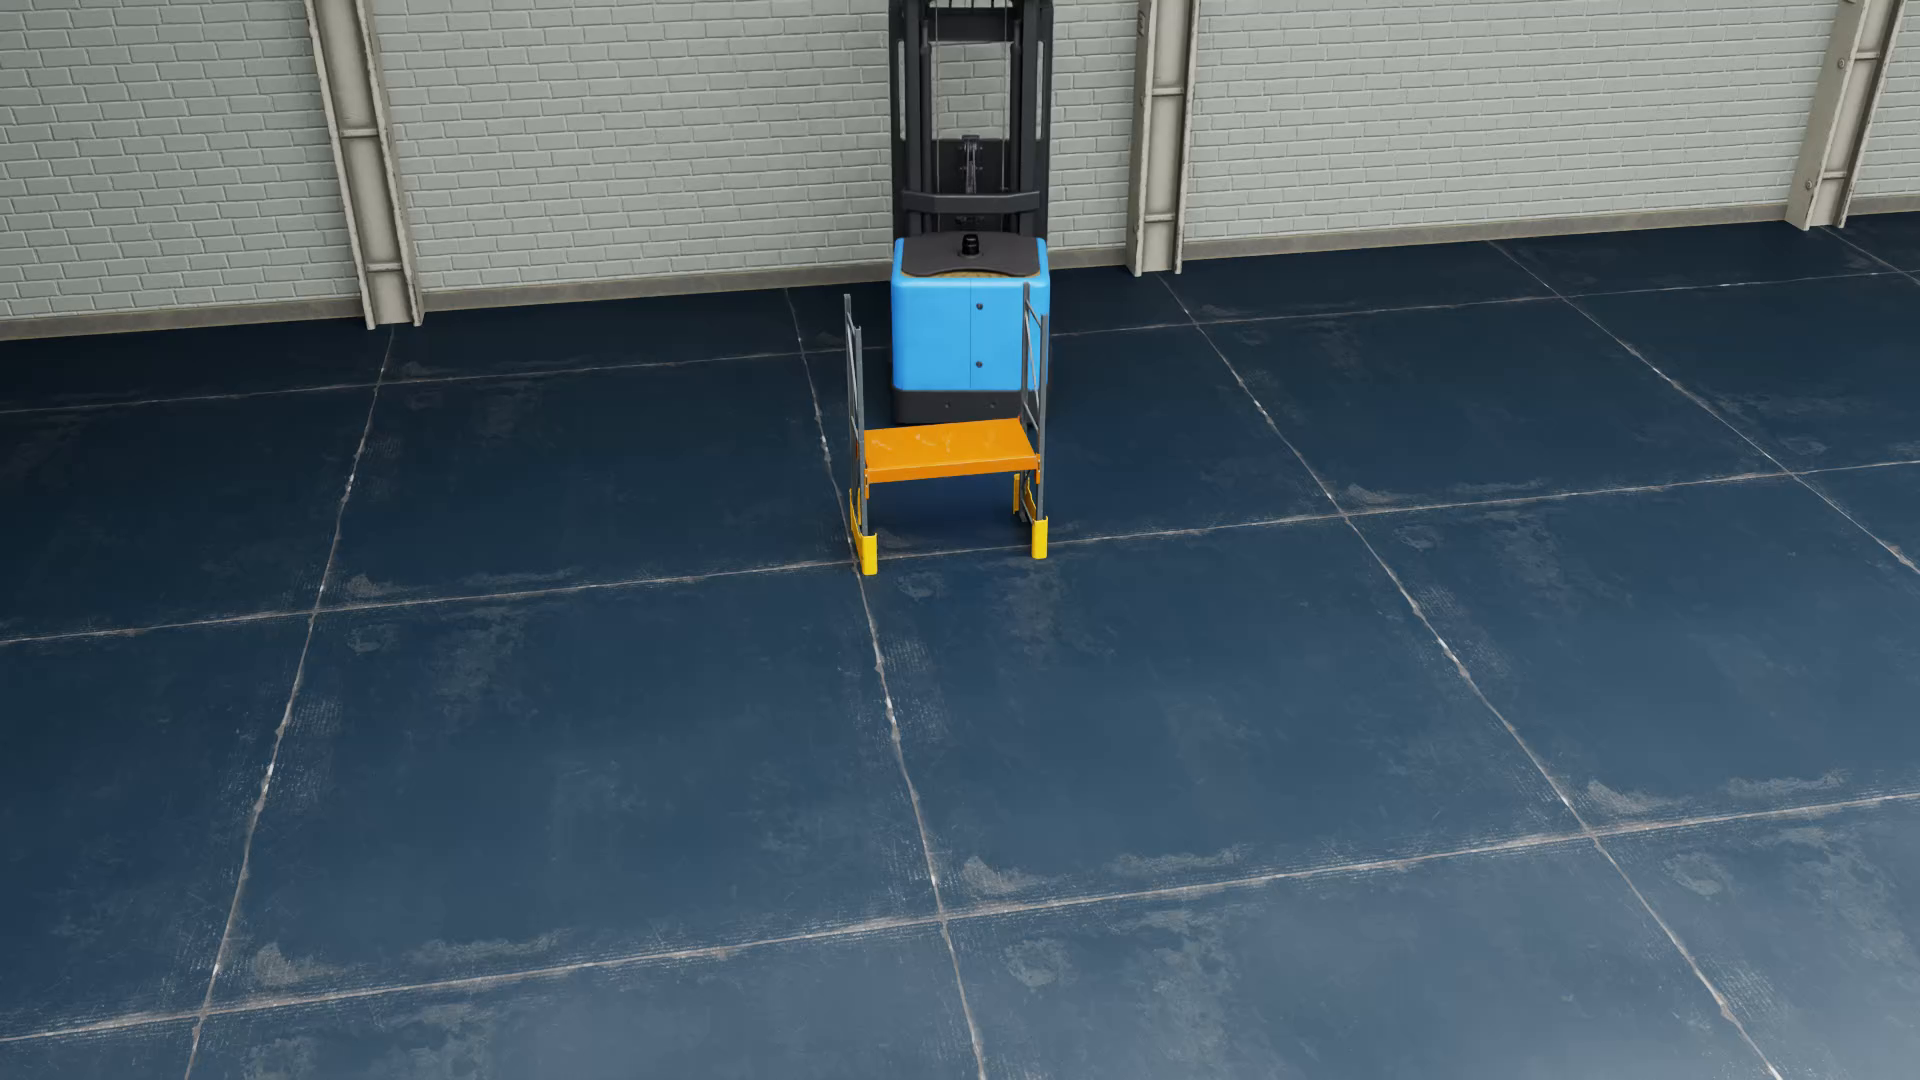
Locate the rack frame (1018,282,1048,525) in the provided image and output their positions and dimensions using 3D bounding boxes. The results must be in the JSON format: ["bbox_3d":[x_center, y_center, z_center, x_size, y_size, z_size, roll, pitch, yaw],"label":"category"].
[{"bbox_3d":[0.416,-0.685,9.550,0.032,1.500,0.500,-5,31,-9],"label":"rack frame"}]

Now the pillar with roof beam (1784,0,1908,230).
[{"bbox_3d":[8.263,-4.516,8.666,0.400,9.000,9.100,-5,31,-9],"label":"pillar with roof beam"}]

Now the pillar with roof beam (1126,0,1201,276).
[{"bbox_3d":[2.361,-3.968,7.734,0.400,9.000,9.100,-5,31,-9],"label":"pillar with roof beam"}]

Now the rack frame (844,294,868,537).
[{"bbox_3d":[-0.584,-0.592,9.392,0.032,1.500,0.500,-5,31,-9],"label":"rack frame"}]

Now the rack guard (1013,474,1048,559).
[{"bbox_3d":[0.415,-0.146,9.867,0.087,0.250,0.587,-5,31,-9],"label":"rack guard"}]

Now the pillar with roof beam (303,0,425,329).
[{"bbox_3d":[-3.541,-3.420,6.803,0.400,9.000,9.100,-5,31,-9],"label":"pillar with roof beam"}]

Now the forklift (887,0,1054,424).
[{"bbox_3d":[0.072,-2.740,11.633,1.130,2.935,3.031,0,30,0],"label":"forklift"}]

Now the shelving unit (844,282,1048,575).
[{"bbox_3d":[-0.075,-0.640,9.472,1.083,1.500,0.587,-5,31,-9],"label":"shelving unit"}]

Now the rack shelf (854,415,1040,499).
[{"bbox_3d":[-0.084,-0.484,9.562,1.000,0.185,0.538,-5,31,-9],"label":"rack shelf"}]

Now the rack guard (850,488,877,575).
[{"bbox_3d":[-0.565,-0.055,9.712,0.087,0.250,0.587,-5,31,-9],"label":"rack guard"}]
